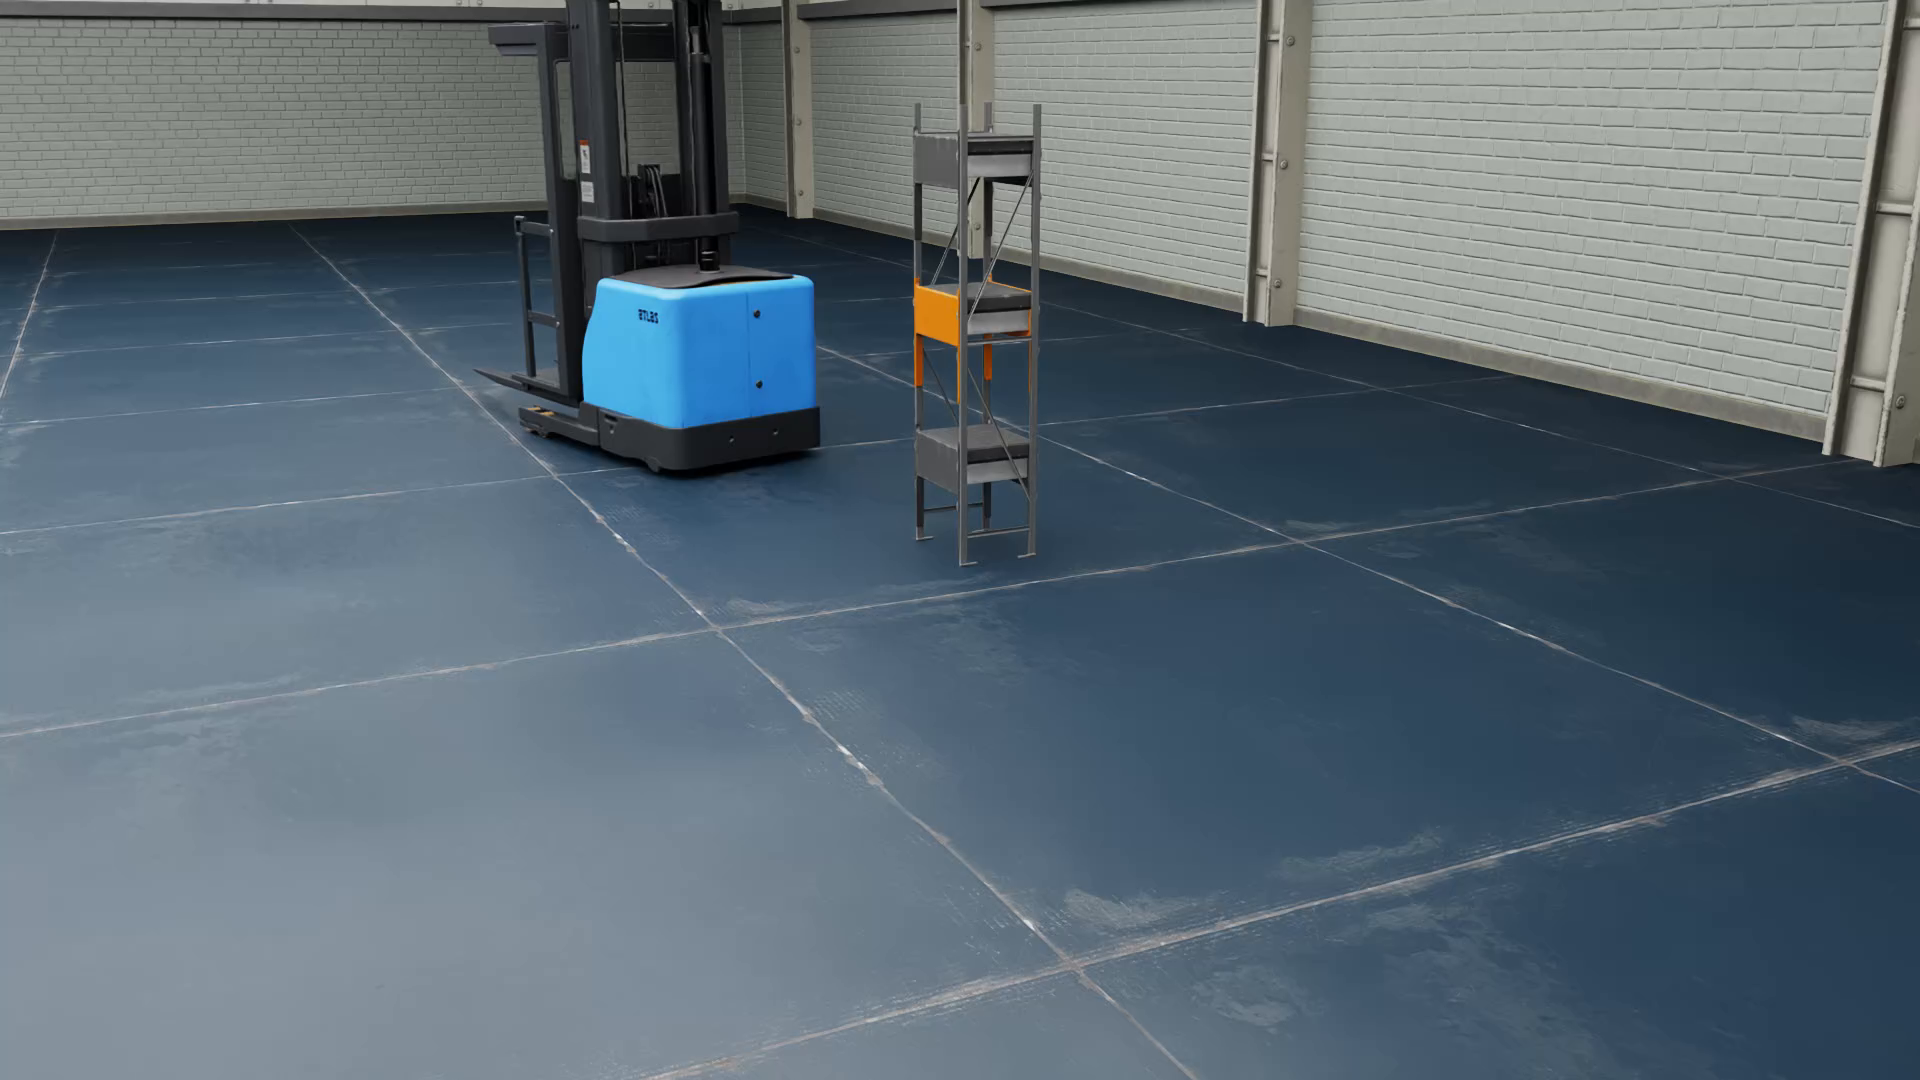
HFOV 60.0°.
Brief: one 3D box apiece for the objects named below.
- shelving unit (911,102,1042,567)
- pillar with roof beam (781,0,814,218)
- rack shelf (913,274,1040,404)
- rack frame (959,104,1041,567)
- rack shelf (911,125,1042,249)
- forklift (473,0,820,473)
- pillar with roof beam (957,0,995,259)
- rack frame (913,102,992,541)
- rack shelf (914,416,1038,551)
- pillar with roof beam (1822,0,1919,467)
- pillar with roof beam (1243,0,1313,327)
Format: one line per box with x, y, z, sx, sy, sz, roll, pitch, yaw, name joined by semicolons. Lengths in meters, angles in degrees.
0.073;-0.968;7.818;0.431;2.100;0.503;-8;18;-25;shelving unit
-6.311;-8.762;22.471;9.100;9.000;0.400;-8;18;-25;pillar with roof beam
0.073;-0.955;7.822;0.431;0.518;0.480;-8;18;-25;rack shelf
0.179;-0.908;7.607;0.400;2.100;0.015;-8;18;-25;rack frame
0.073;-1.628;7.629;0.431;0.518;0.480;-8;18;-25;rack shelf
-2.171;-2.133;10.368;1.130;2.935;3.031;-13;21;-38;forklift
-3.683;-7.275;17.287;9.100;9.000;0.400;-8;18;-25;pillar with roof beam
-0.034;-1.029;8.029;0.400;2.100;0.015;-8;18;-25;rack frame
0.073;-0.282;8.015;0.431;0.518;0.480;-8;18;-25;rack shelf
1.574;-4.299;6.918;9.100;9.000;0.400;-8;18;-25;pillar with roof beam
-1.054;-5.787;12.102;9.100;9.000;0.400;-8;18;-25;pillar with roof beam
